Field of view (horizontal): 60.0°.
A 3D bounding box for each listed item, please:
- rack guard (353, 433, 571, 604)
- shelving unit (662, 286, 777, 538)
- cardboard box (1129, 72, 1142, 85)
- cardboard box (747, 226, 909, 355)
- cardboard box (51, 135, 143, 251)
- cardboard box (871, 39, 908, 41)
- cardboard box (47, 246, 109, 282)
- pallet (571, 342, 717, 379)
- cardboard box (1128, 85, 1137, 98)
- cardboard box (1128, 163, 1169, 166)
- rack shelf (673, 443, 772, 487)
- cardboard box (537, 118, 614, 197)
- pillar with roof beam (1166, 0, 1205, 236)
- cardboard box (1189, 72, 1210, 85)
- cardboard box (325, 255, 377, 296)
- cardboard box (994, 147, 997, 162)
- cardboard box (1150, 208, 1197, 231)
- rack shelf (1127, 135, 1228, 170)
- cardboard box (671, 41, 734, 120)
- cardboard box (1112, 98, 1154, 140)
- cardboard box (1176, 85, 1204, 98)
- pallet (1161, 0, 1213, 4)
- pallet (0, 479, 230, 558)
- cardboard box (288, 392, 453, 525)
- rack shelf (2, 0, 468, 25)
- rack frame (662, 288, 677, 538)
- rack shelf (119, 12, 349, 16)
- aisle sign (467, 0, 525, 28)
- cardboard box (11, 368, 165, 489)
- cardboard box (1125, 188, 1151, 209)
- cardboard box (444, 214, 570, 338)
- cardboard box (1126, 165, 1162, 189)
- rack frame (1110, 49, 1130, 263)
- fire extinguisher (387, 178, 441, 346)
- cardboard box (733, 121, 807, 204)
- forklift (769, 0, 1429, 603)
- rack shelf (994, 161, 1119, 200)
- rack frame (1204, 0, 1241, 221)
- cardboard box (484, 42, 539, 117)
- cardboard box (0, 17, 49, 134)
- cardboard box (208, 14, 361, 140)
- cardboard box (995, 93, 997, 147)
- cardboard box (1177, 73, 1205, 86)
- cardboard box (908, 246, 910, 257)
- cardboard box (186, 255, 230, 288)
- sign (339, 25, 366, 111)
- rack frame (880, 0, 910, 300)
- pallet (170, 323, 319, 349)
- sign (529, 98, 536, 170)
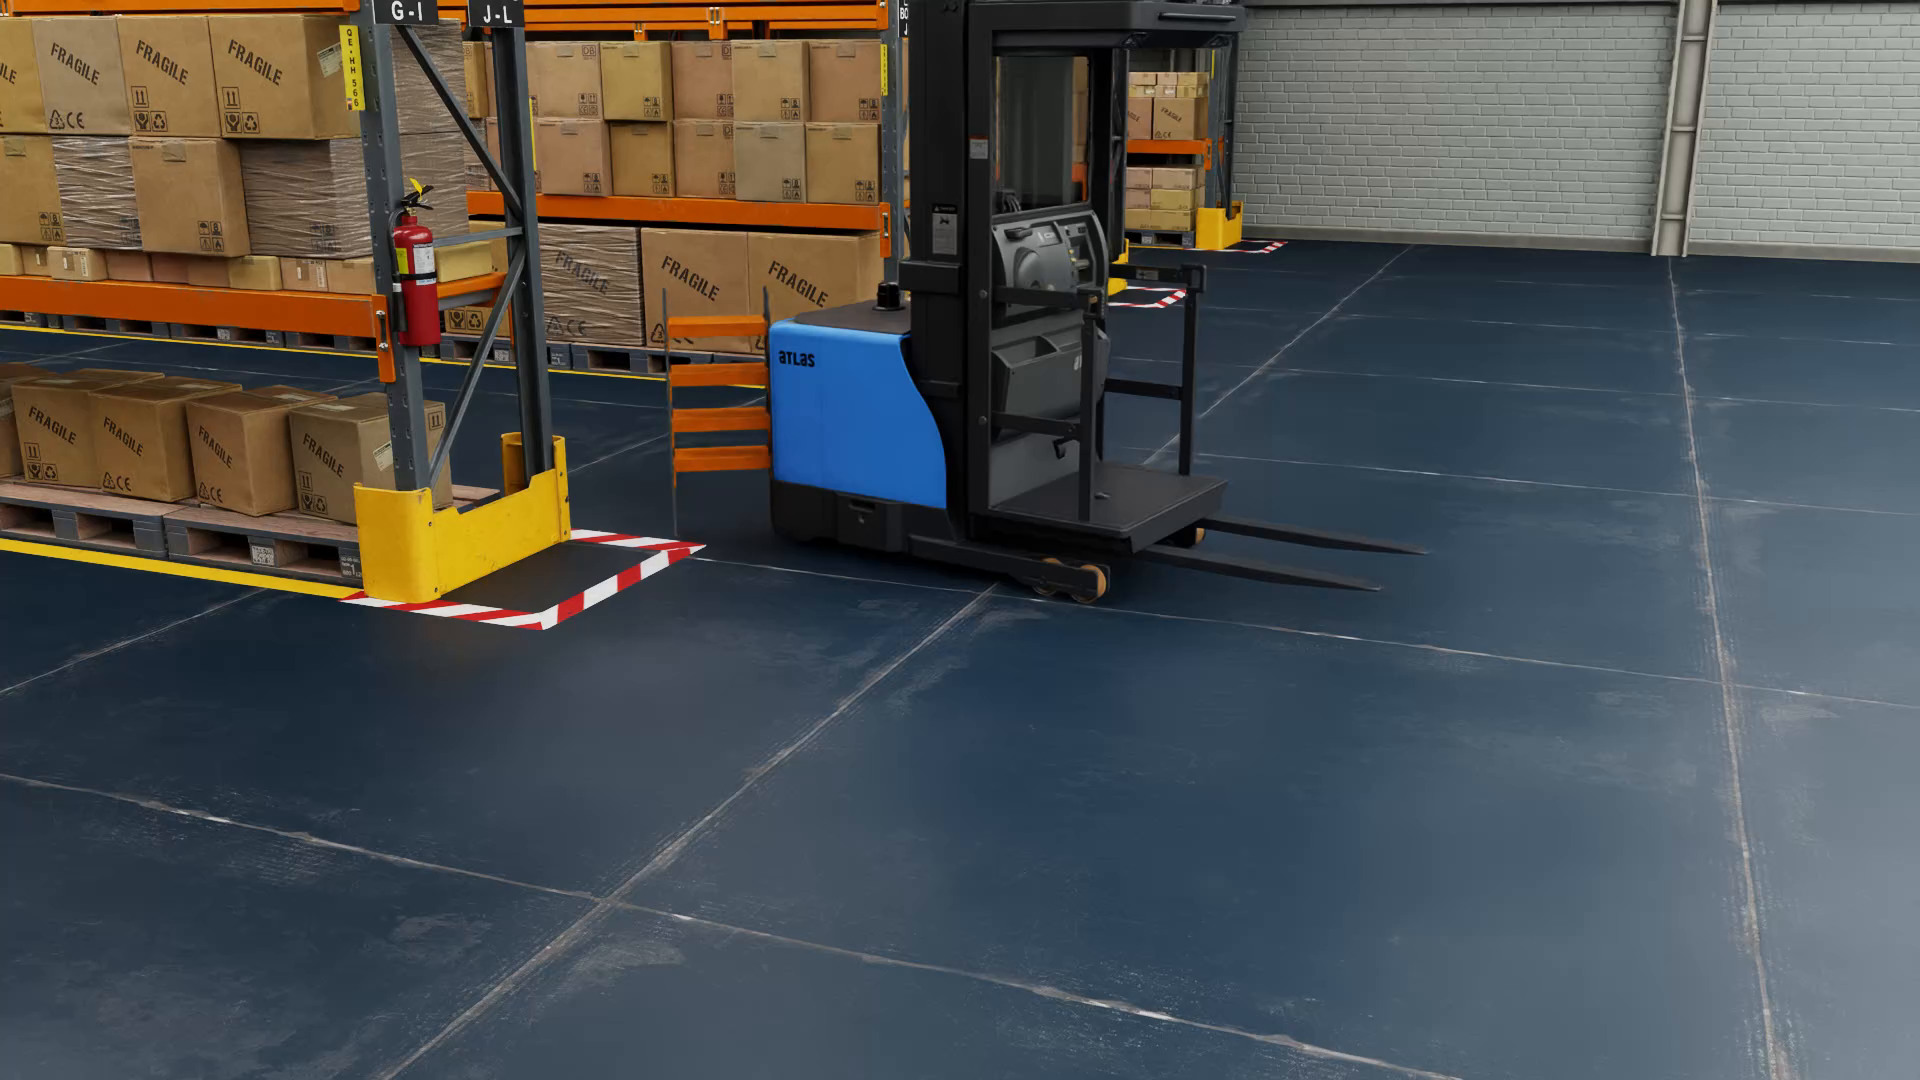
[{"bbox_3d":[-2.276,-0.127,7.713,0.348,0.500,1.175,6,17,21],"label":"rack guard"},{"bbox_3d":[-1.182,-0.630,8.192,0.503,1.200,0.258,-3,16,-9],"label":"shelving unit"},{"bbox_3d":[2.140,-5.743,20.700,0.250,0.149,0.380,6,17,21],"label":"cardboard box"},{"bbox_3d":[-0.946,-1.829,12.151,0.875,0.875,0.875,6,17,21],"label":"cardboard box"},{"bbox_3d":[-3.665,-1.656,7.784,0.500,0.500,0.875,6,17,21],"label":"cardboard box"},{"bbox_3d":[-0.517,-4.722,16.554,0.500,0.500,0.700,6,17,20],"label":"cardboard box"},{"bbox_3d":[-3.980,-1.300,7.723,0.250,0.149,0.380,6,17,21],"label":"cardboard box"},{"bbox_3d":[-2.194,-1.443,12.765,1.213,0.211,1.003,6,17,21],"label":"pallet"},{"bbox_3d":[2.130,-5.589,20.701,0.250,0.149,0.380,6,17,20],"label":"cardboard box"},{"bbox_3d":[2.405,-4.687,21.323,0.500,0.250,0.500,6,17,21],"label":"cardboard box"},{"bbox_3d":[-1.182,-0.375,8.266,0.480,0.148,0.258,-3,16,-9],"label":"rack shelf"},{"bbox_3d":[-2.685,-2.906,12.533,0.550,0.550,0.875,6,17,21],"label":"cardboard box"},{"bbox_3d":[1.353,-7.247,16.995,0.400,9.000,9.100,6,17,21],"label":"pillar with roof beam"},{"bbox_3d":[3.015,-5.769,20.790,0.250,0.149,0.380,6,17,20],"label":"cardboard box"},{"bbox_3d":[-2.546,-1.174,7.289,0.250,0.149,0.380,6,17,21],"label":"cardboard box"},{"bbox_3d":[0.498,-3.781,16.266,0.250,0.149,0.380,6,17,20],"label":"cardboard box"},{"bbox_3d":[2.696,-4.025,20.835,0.500,0.250,0.500,6,17,21],"label":"cardboard box"},{"bbox_3d":[1.389,-5.036,21.432,4.000,0.370,1.077,6,17,21],"label":"rack shelf"},{"bbox_3d":[-1.638,-3.359,12.157,0.550,0.550,0.875,6,17,21],"label":"cardboard box"},{"bbox_3d":[2.216,-5.263,20.743,0.500,0.500,0.500,7,18,22],"label":"cardboard box"},{"bbox_3d":[2.824,-5.500,20.394,0.250,0.149,0.380,7,17,21],"label":"cardboard box"},{"bbox_3d":[2.601,-6.654,20.493,1.213,0.211,1.003,6,17,21],"label":"pallet"},{"bbox_3d":[-4.149,-0.205,8.503,1.213,0.211,1.003,6,17,21],"label":"pallet"},{"bbox_3d":[-2.780,-0.389,7.863,0.500,0.500,0.500,10,19,31],"label":"cardboard box"},{"bbox_3d":[-5.872,-4.304,13.530,4.000,0.370,1.077,6,17,21],"label":"rack shelf"},{"bbox_3d":[-1.422,-0.619,8.153,0.015,1.200,0.240,-3,16,-9],"label":"rack frame"},{"bbox_3d":[-7.871,-6.007,19.397,4.000,0.370,1.077,6,17,21],"label":"rack shelf"},{"bbox_3d":[-2.037,-2.639,7.221,0.004,0.787,0.394,6,17,21],"label":"aisle sign"},{"bbox_3d":[-4.426,-0.579,8.517,0.500,0.500,0.500,5,17,16],"label":"cardboard box"},{"bbox_3d":[2.219,-4.321,20.960,0.500,0.250,0.500,6,17,20],"label":"cardboard box"},{"bbox_3d":[-3.453,-2.103,13.096,0.875,0.875,0.875,7,17,21],"label":"cardboard box"},{"bbox_3d":[2.229,-4.555,20.870,0.500,0.250,0.500,7,17,22],"label":"cardboard box"},{"bbox_3d":[1.431,-3.889,16.191,0.127,3.000,1.000,6,17,21],"label":"rack frame"},{"bbox_3d":[-2.267,-1.151,6.897,0.183,0.674,0.296,6,17,21],"label":"fire extinguisher"},{"bbox_3d":[-1.172,-2.744,11.977,0.550,0.550,0.875,6,17,21],"label":"cardboard box"},{"bbox_3d":[0.589,-1.301,7.397,3.031,2.935,1.130,10,19,32],"label":"forklift"},{"bbox_3d":[-0.429,-3.749,16.996,4.000,0.370,1.077,6,17,21],"label":"rack shelf"},{"bbox_3d":[3.249,-5.177,20.627,0.127,3.000,1.000,6,17,21],"label":"rack frame"},{"bbox_3d":[-3.127,-3.522,12.721,0.550,0.550,0.875,6,17,21],"label":"cardboard box"},{"bbox_3d":[-4.201,-2.137,7.649,0.500,0.500,0.500,6,17,21],"label":"cardboard box"},{"bbox_3d":[-2.807,-1.982,7.116,0.500,0.500,0.500,6,17,21],"label":"cardboard box"},{"bbox_3d":[0.361,-4.117,16.261,0.500,0.500,0.500,6,17,21],"label":"cardboard box"},{"bbox_3d":[2.839,-5.662,20.419,0.250,0.149,0.380,6,17,21],"label":"cardboard box"},{"bbox_3d":[-0.387,-2.891,16.929,0.500,0.250,0.500,6,17,19],"label":"cardboard box"},{"bbox_3d":[-3.256,-1.242,7.521,0.250,0.149,0.380,6,17,21],"label":"cardboard box"},{"bbox_3d":[-2.427,-1.885,6.643,0.005,0.325,0.100,6,17,21],"label":"sign"},{"bbox_3d":[-0.291,-2.595,11.733,0.127,3.000,1.000,6,17,21],"label":"rack frame"},{"bbox_3d":[-5.896,-1.849,14.164,1.213,0.211,1.003,6,17,21],"label":"pallet"},{"bbox_3d":[-2.006,-1.876,7.702,0.005,0.325,0.100,6,17,21],"label":"sign"}]
